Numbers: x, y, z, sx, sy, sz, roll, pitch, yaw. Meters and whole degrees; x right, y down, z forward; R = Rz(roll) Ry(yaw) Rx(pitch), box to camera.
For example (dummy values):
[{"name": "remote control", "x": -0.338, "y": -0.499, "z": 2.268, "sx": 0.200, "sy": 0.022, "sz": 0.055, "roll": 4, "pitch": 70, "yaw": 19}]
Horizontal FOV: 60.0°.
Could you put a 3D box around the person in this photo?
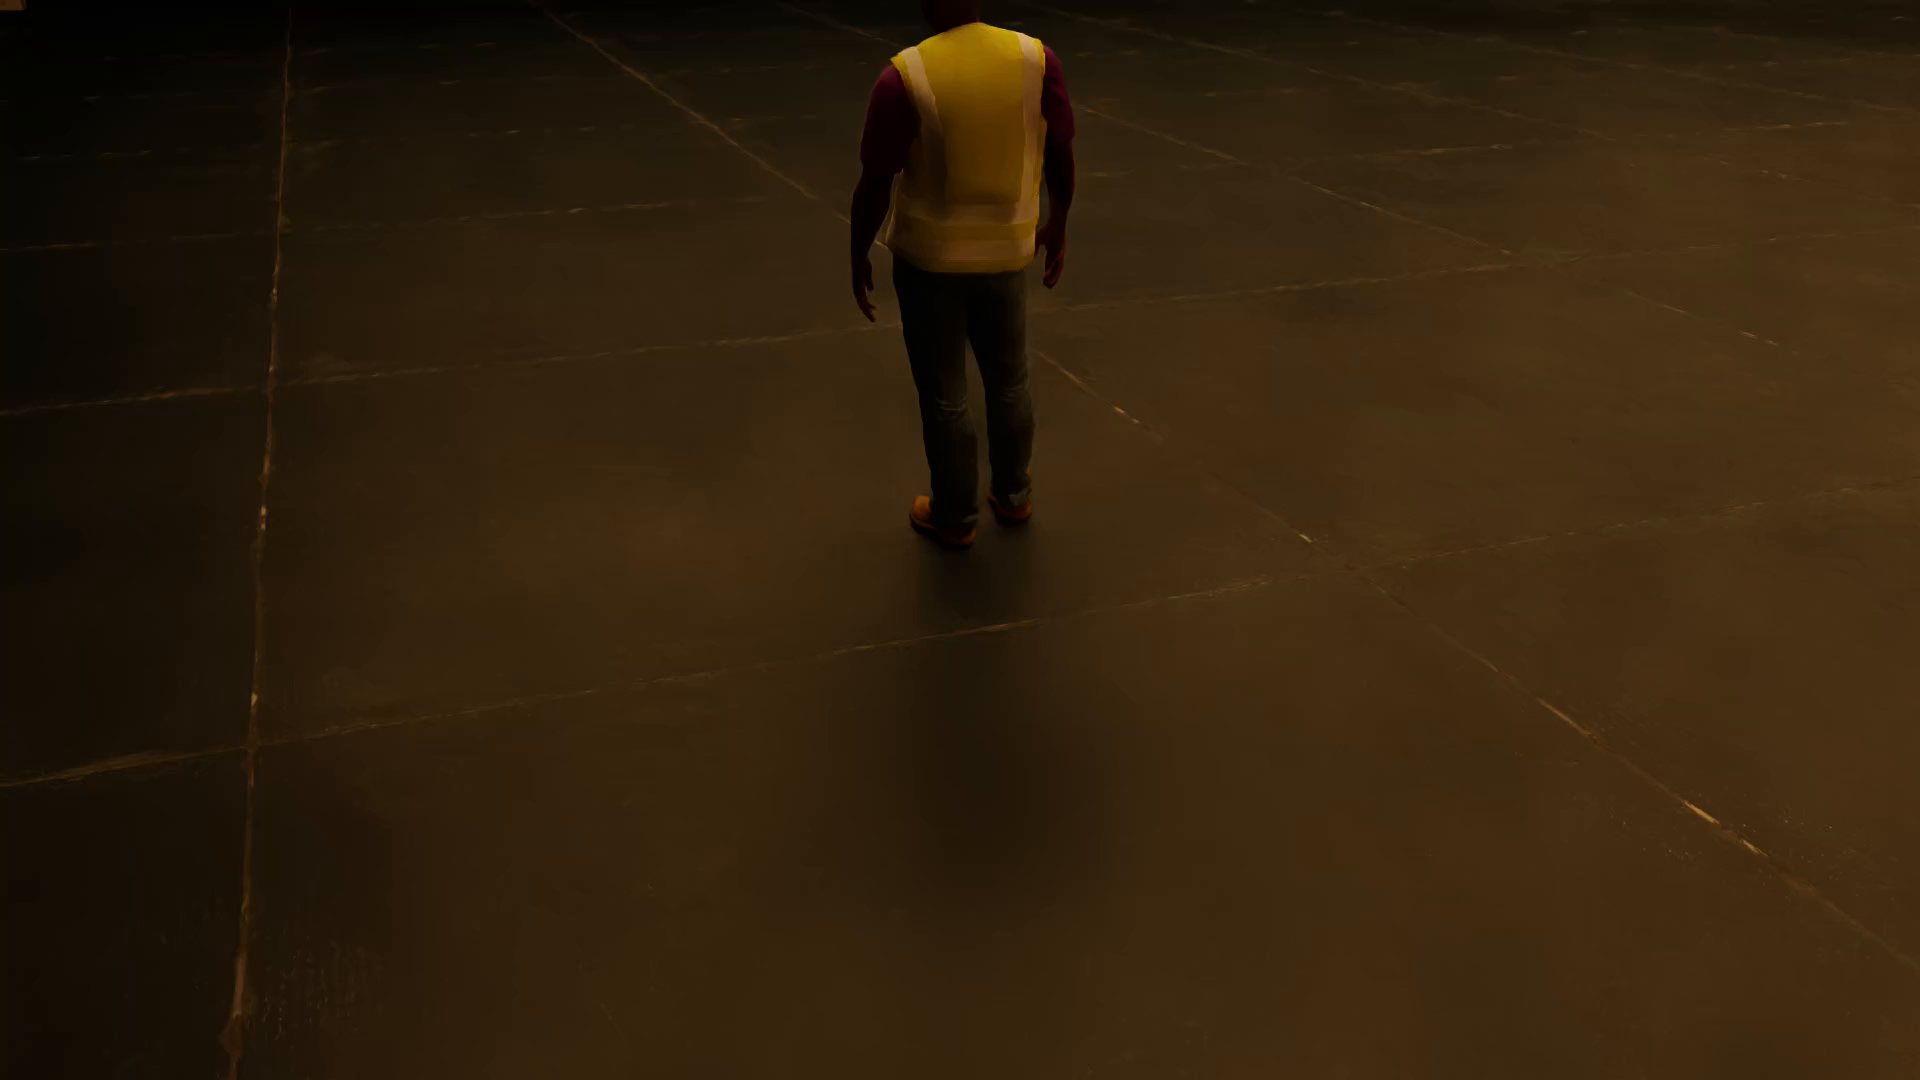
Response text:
[{"name": "person", "x": -0.019, "y": -0.847, "z": 4.796, "sx": 0.665, "sy": 1.766, "sz": 0.576, "roll": -8, "pitch": 24, "yaw": -18}]
